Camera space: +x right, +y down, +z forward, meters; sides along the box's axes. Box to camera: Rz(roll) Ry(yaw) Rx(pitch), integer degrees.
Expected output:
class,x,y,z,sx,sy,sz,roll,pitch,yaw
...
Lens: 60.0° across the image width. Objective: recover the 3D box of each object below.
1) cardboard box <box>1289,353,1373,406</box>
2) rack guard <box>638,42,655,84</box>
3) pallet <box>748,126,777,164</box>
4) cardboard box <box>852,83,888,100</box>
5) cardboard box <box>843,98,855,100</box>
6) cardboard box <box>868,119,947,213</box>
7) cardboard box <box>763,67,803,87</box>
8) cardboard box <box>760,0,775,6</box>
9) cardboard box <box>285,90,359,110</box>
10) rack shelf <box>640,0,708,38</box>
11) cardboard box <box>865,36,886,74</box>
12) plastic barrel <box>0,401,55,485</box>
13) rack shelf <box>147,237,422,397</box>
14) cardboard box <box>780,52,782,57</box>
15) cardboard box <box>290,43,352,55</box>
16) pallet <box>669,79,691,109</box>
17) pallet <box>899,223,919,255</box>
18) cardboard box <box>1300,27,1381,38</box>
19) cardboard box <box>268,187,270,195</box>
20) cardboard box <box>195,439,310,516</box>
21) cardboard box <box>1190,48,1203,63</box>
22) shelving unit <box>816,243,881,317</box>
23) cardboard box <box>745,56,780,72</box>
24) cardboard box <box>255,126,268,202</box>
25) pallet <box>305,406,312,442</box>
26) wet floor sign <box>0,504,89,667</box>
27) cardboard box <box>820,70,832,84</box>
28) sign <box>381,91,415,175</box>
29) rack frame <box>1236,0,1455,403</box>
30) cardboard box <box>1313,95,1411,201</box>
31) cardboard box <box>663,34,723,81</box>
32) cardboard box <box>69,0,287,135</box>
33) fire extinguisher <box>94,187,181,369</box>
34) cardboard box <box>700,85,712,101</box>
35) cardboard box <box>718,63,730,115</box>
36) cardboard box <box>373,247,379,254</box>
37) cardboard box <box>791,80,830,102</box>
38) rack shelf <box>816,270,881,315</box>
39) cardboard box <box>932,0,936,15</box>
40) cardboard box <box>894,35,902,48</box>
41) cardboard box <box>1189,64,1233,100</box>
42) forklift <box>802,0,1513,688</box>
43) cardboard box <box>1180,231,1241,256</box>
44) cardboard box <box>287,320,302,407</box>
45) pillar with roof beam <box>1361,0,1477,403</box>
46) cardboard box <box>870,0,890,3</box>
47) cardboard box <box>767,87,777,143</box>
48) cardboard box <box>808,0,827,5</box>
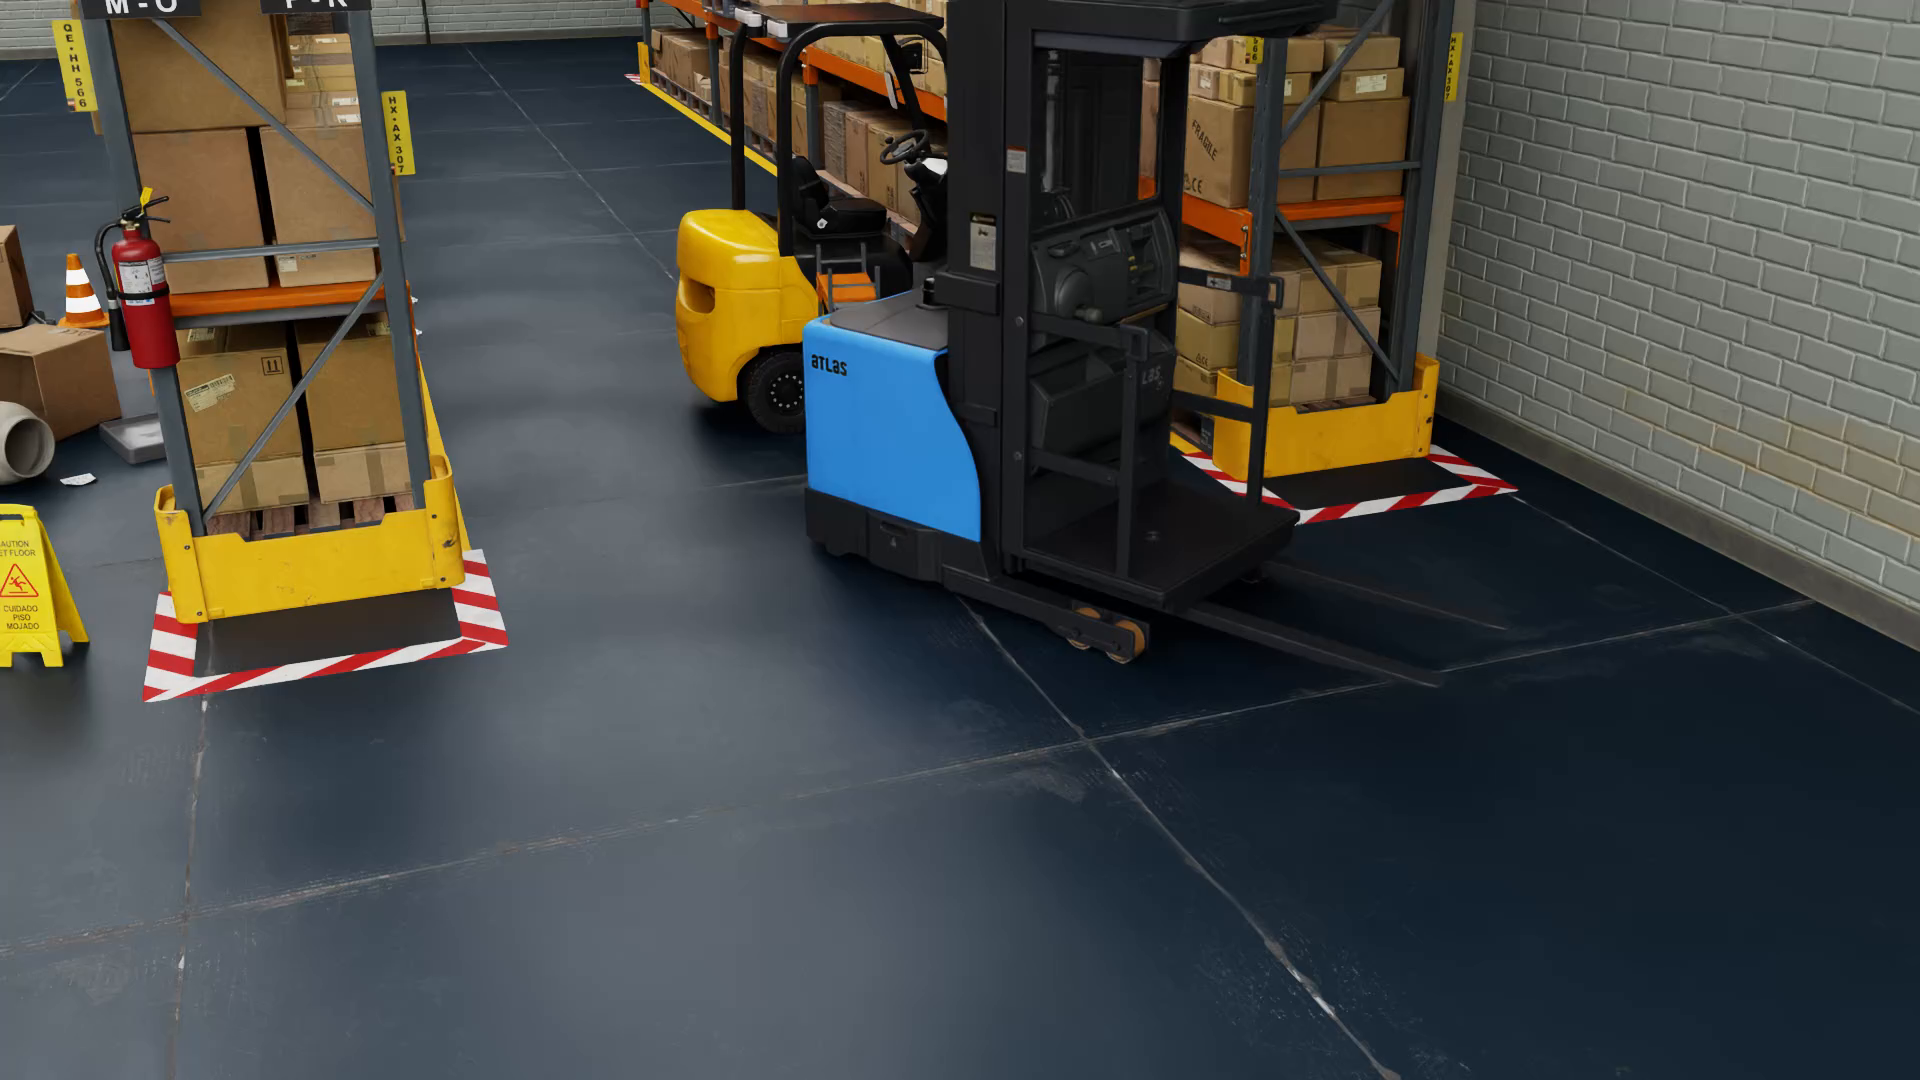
class,x,y,z,sx,sy,sz,roll,pitch,yaw
cardboard box,1.909,-0.955,9.154,0.500,0.250,0.500,-8,24,-19
rack guard,-3.726,-6.458,22.428,1.175,0.500,0.348,-8,24,-19
pallet,-1.582,-4.164,17.359,1.003,0.211,1.213,-8,24,-19
cardboard box,-0.819,-4.303,15.940,0.380,0.149,0.250,-7,24,-16
cardboard box,-0.813,-3.964,15.969,0.500,0.500,0.500,-7,24,-17
cardboard box,-0.243,-3.120,13.807,0.875,0.625,0.625,-9,25,-21
cardboard box,-1.780,-4.701,16.884,0.380,0.149,0.250,-10,25,-22
cardboard box,-1.602,-5.194,15.863,0.500,0.250,0.500,-10,25,-21
cardboard box,-2.836,-1.722,7.462,0.500,0.500,0.500,-8,24,-17
rack shelf,-3.046,-6.579,20.423,1.077,0.370,4.000,-8,24,-19
cardboard box,-0.455,-3.908,13.353,0.500,0.250,0.500,-8,24,-17
plastic barrel,-4.889,-0.497,8.383,0.512,0.421,0.421,8,24,18
rack shelf,-3.449,-1.536,8.459,1.077,0.370,4.000,-8,24,-19
cardboard box,-1.748,-5.248,18.182,0.380,0.149,0.250,-8,24,-18
cardboard box,-3.578,-2.464,9.223,0.500,0.500,0.500,-8,24,-17
pallet,-3.016,-5.592,20.747,1.003,0.211,1.213,-8,24,-19
pallet,0.190,-2.254,12.827,1.003,0.211,1.213,-8,24,-19
cardboard box,1.946,-2.562,8.620,0.380,0.149,0.250,-7,24,-17
cardboard box,-3.597,-1.690,8.221,0.380,0.149,0.250,-8,24,-19
cardboard box,-3.288,-0.333,7.678,0.500,0.250,0.500,-8,24,-19
cardboard box,1.342,-2.583,8.671,0.380,0.149,0.250,-8,24,-18
shelving unit,-0.533,-0.790,8.080,0.258,1.200,0.503,-4,23,-10
cardboard box,-2.081,-5.078,17.778,0.380,0.149,0.250,-9,24,-20
cardboard box,-3.538,-1.848,7.762,0.500,0.500,0.500,-8,24,-19
pallet,-3.451,-0.626,8.964,1.003,0.211,1.213,-8,24,-19
wet floor sign,-3.676,0.160,6.540,0.267,0.644,0.232,0,23,-1
cardboard box,-1.197,-4.682,16.840,0.380,0.149,0.250,-9,24,-20
sign,-2.235,-1.615,6.604,0.100,0.325,0.005,-8,24,-19
rack frame,1.900,-1.823,8.214,1.000,3.000,0.127,-8,24,-19
cardboard box,1.985,-2.088,8.712,0.500,0.500,0.500,-8,24,-17
cardboard box,-3.360,-6.128,21.104,0.700,0.500,0.500,-7,24,-17
cardboard box,-3.127,-1.941,6.693,0.700,0.500,0.500,-9,24,-20
fire extinguisher,-3.133,-1.001,6.362,0.296,0.674,0.183,-8,24,-19
cardboard box,-2.811,-5.226,19.416,0.380,0.149,0.250,-9,25,-21
cardboard box,-2.379,-5.019,18.473,0.500,0.500,0.500,-7,24,-17
cardboard box,-2.789,-1.374,7.472,0.380,0.149,0.250,-9,25,-21
cardboard box,-1.463,-4.310,15.957,0.380,0.149,0.250,-10,25,-22
rack shelf,-0.533,-1.152,7.928,0.258,0.148,0.480,-4,23,-10
cardboard box,0.013,-3.903,12.184,0.380,0.149,0.250,-8,24,-19
cardboard box,-0.290,-3.954,12.818,0.500,0.250,0.500,-8,24,-18
cardboard box,1.397,-2.345,8.487,0.380,0.149,0.250,-8,24,-18
forklift,0.752,-1.094,6.573,3.031,2.935,1.130,18,29,36
cardboard box,1.259,-1.520,9.206,0.500,0.250,0.500,-8,24,-18
cardboard box,-3.457,-0.858,7.957,0.500,0.500,0.500,-7,24,-17
pillar with roof beam,-1.530,-4.374,6.541,9.100,9.000,0.400,-8,24,-19
cardboard box,-0.487,-4.261,13.035,0.380,0.149,0.250,-9,24,-20
cardboard box,-1.631,-4.269,16.695,0.500,0.500,0.500,-7,24,-17
cardboard box,-1.022,-4.693,14.573,0.500,0.250,0.500,-8,24,-19
